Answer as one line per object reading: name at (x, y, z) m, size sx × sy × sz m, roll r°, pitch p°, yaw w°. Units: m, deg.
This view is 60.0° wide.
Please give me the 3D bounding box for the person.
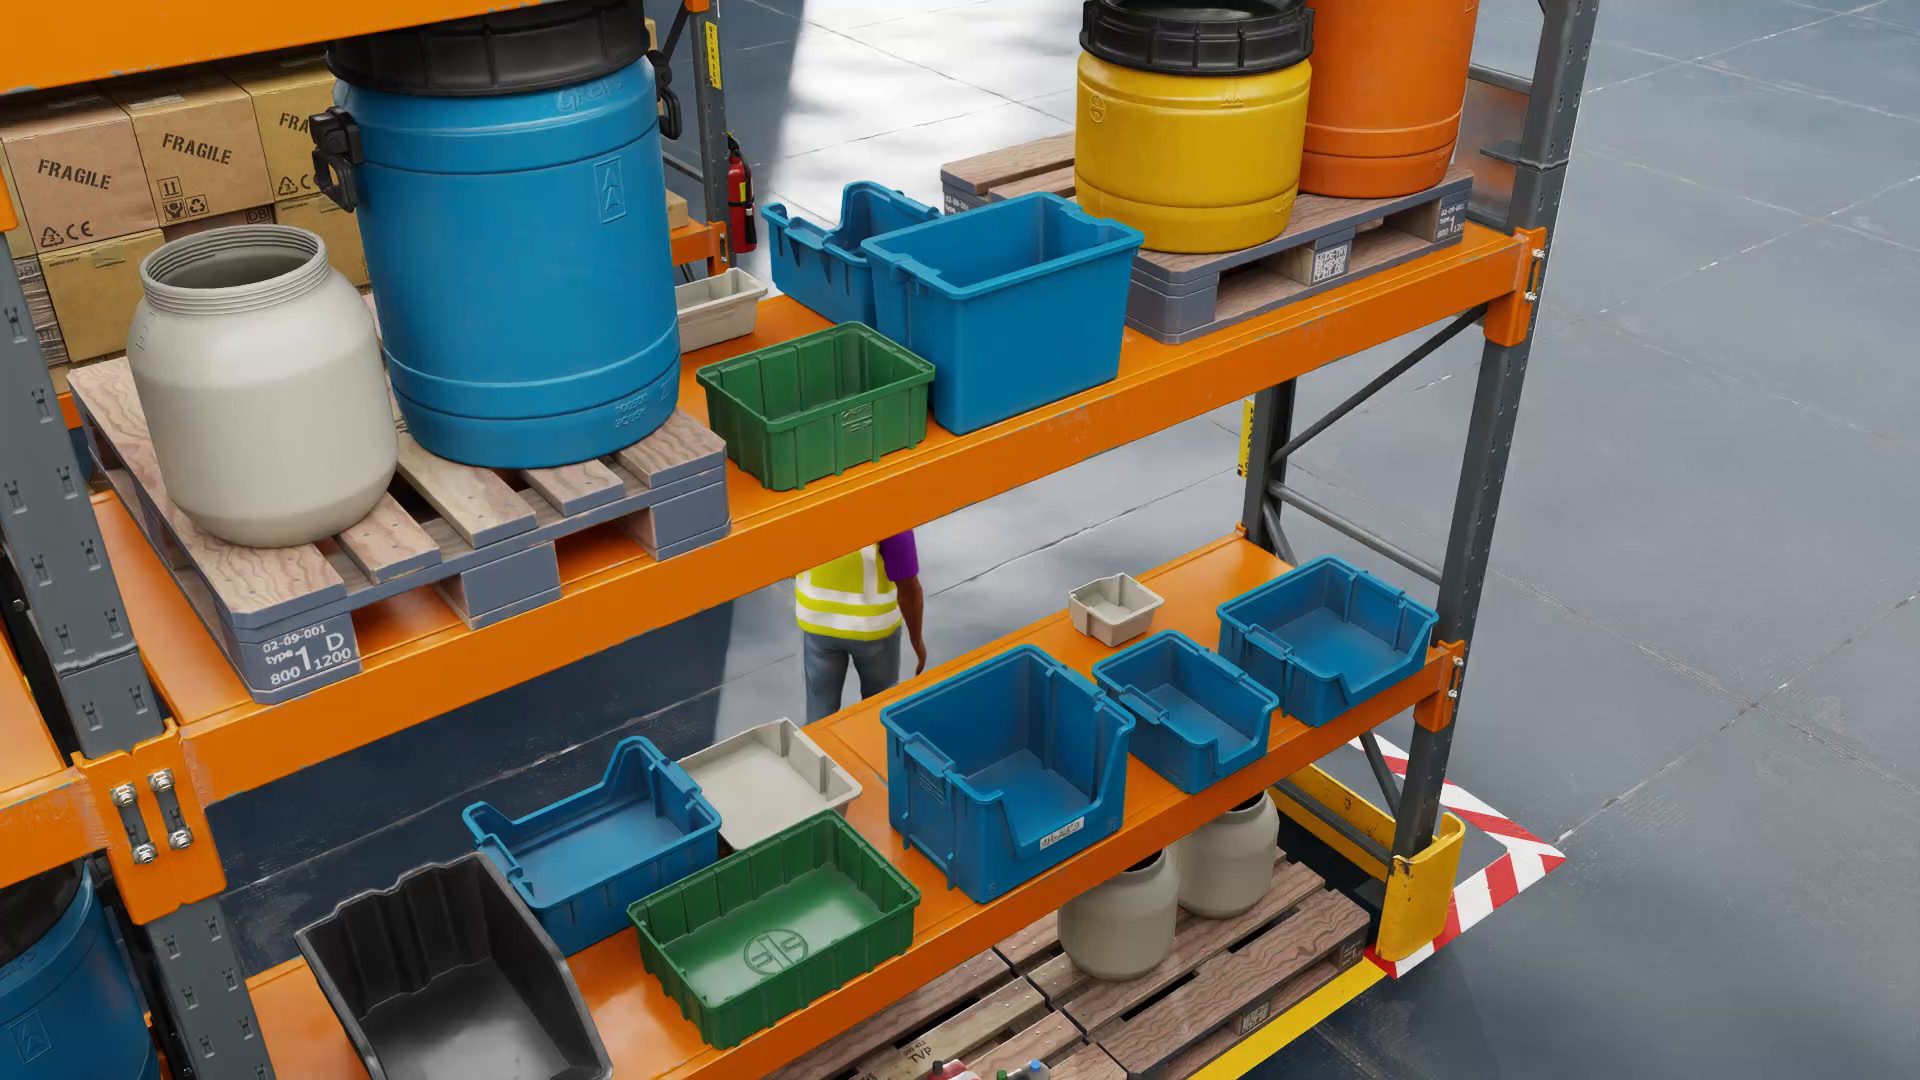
person at (-0.414, 0.318, 6.600) m, size 0.609 × 1.766 × 0.668 m, roll 7°, pitch 33°, yaw 11°
